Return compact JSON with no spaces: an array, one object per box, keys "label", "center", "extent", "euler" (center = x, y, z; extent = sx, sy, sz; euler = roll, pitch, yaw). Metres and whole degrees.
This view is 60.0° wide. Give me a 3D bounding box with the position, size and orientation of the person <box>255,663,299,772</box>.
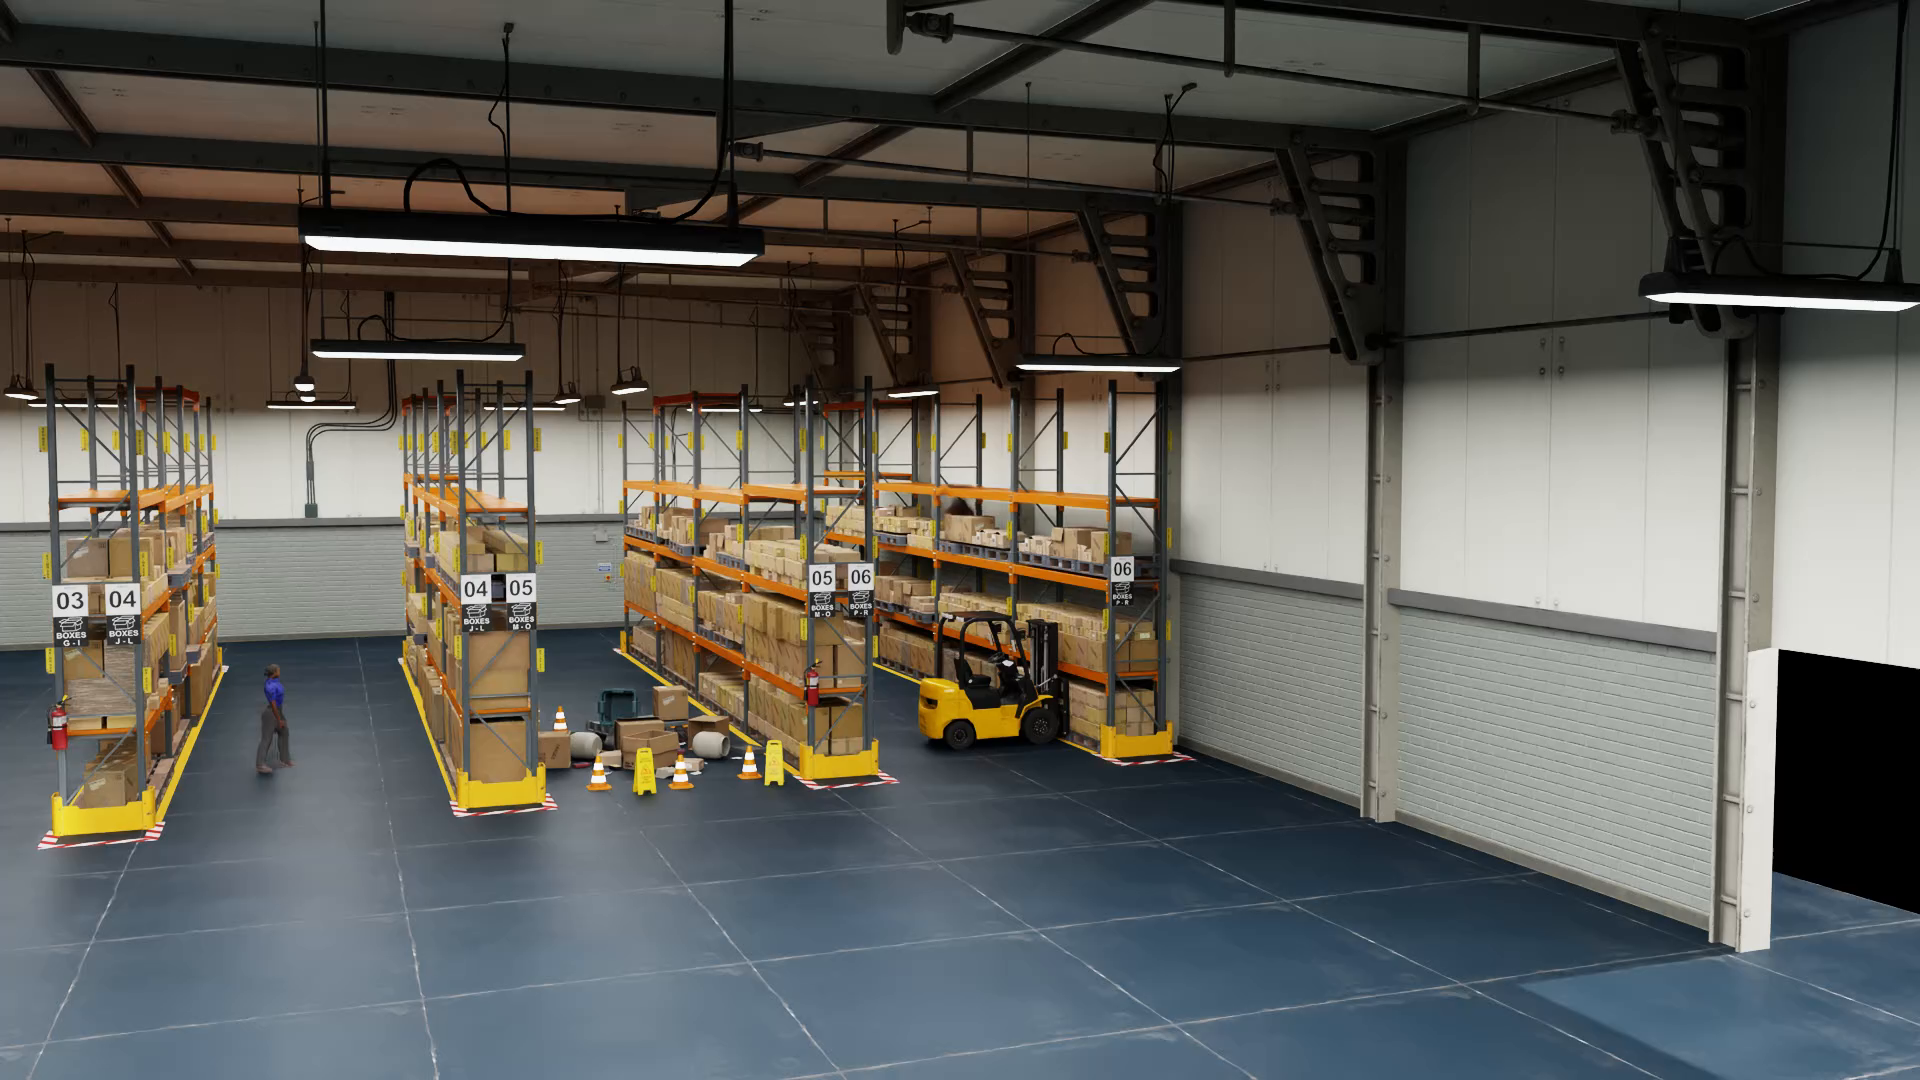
[{"label":"person","center":[-10.469,2.708,25.433],"extent":[0.518,1.690,0.627],"euler":[0,3,-5]}]
